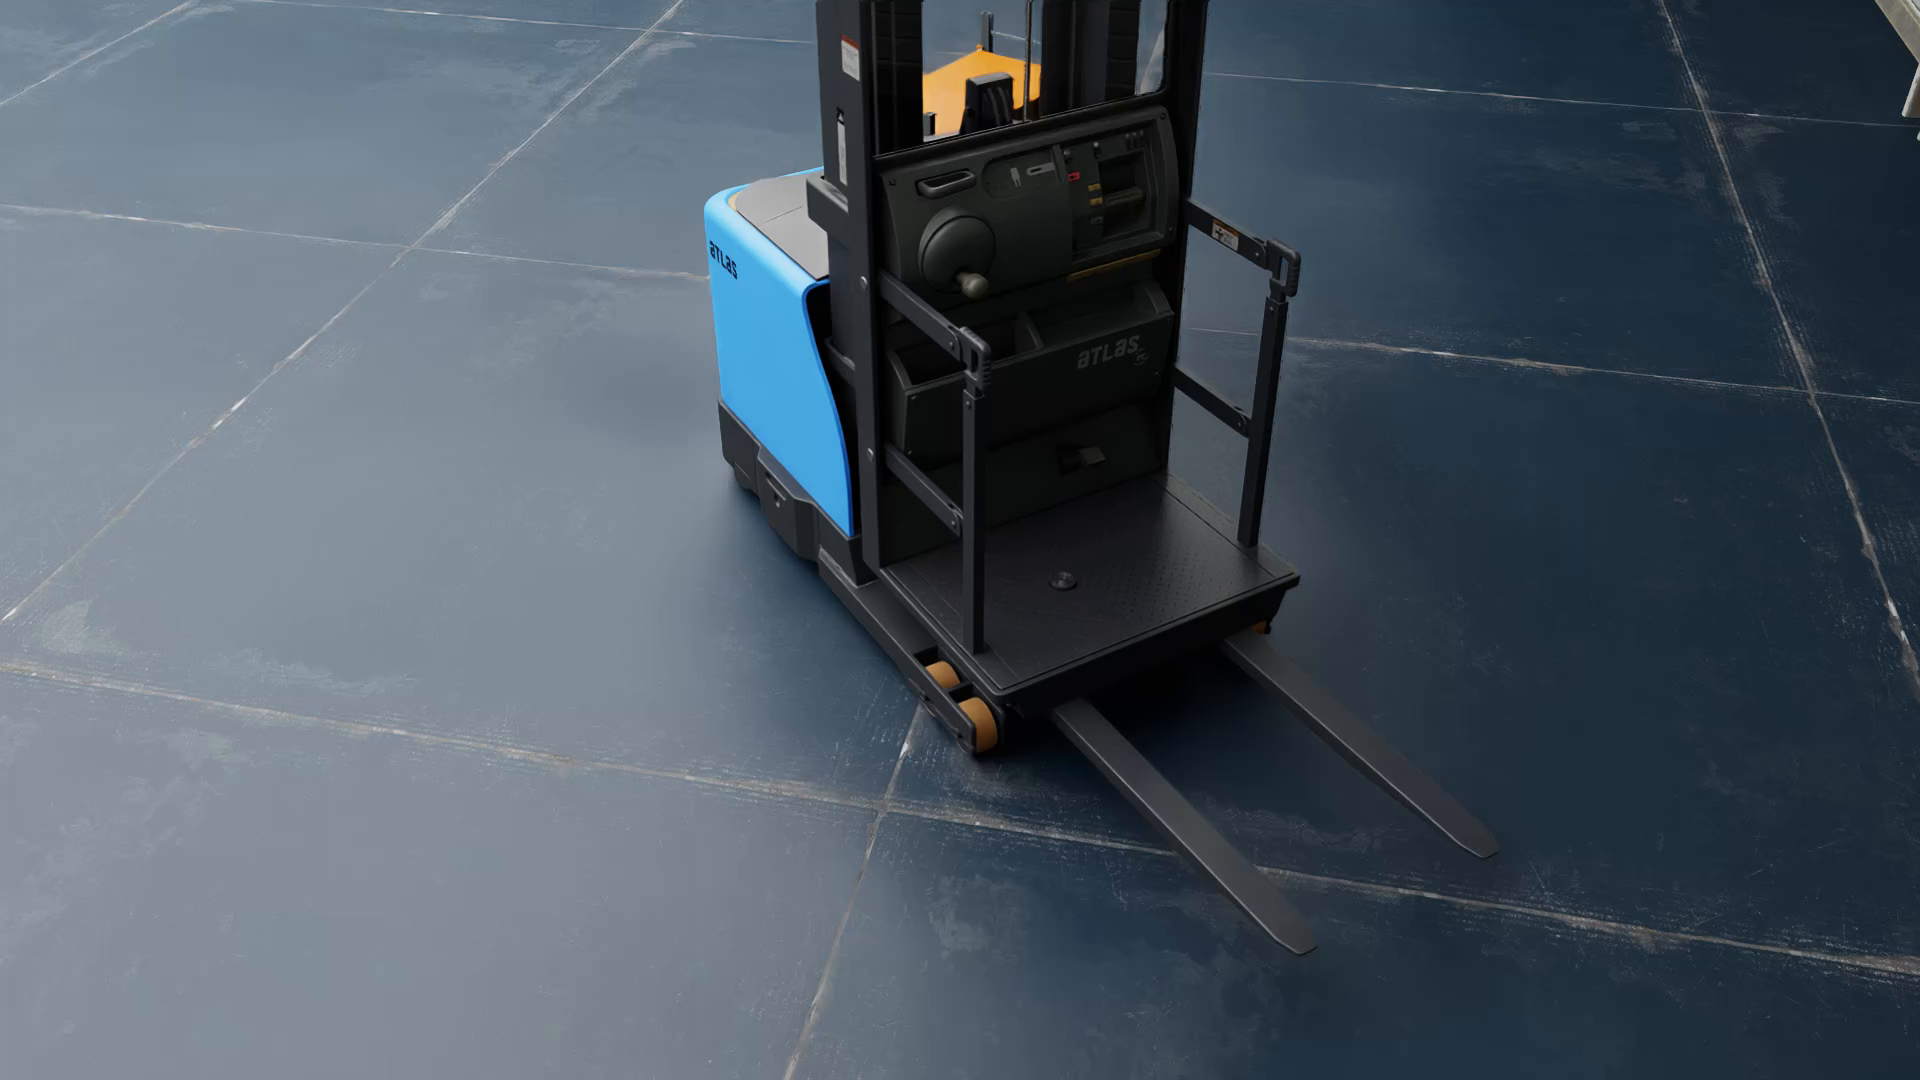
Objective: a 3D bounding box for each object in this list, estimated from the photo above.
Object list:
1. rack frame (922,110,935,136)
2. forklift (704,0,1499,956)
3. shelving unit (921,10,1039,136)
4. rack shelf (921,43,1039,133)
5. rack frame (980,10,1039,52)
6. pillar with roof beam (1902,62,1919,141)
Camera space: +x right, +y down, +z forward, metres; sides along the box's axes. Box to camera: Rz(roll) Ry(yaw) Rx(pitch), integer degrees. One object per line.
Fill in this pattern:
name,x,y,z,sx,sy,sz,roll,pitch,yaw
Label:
rack frame,-0.302,-1.150,6.378,0.500,1.125,0.032,23,42,28
forklift,0.324,-0.870,4.453,1.130,2.935,3.031,-19,40,-25
shelving unit,-0.004,-1.391,6.711,0.538,1.125,1.048,23,42,28
rack shelf,-0.004,-1.628,6.540,0.538,0.278,1.000,23,42,28
rack frame,0.294,-1.633,7.045,0.500,1.125,0.032,23,42,28
pillar with roof beam,0.947,-6.339,6.828,9.100,9.000,0.400,7,37,10
